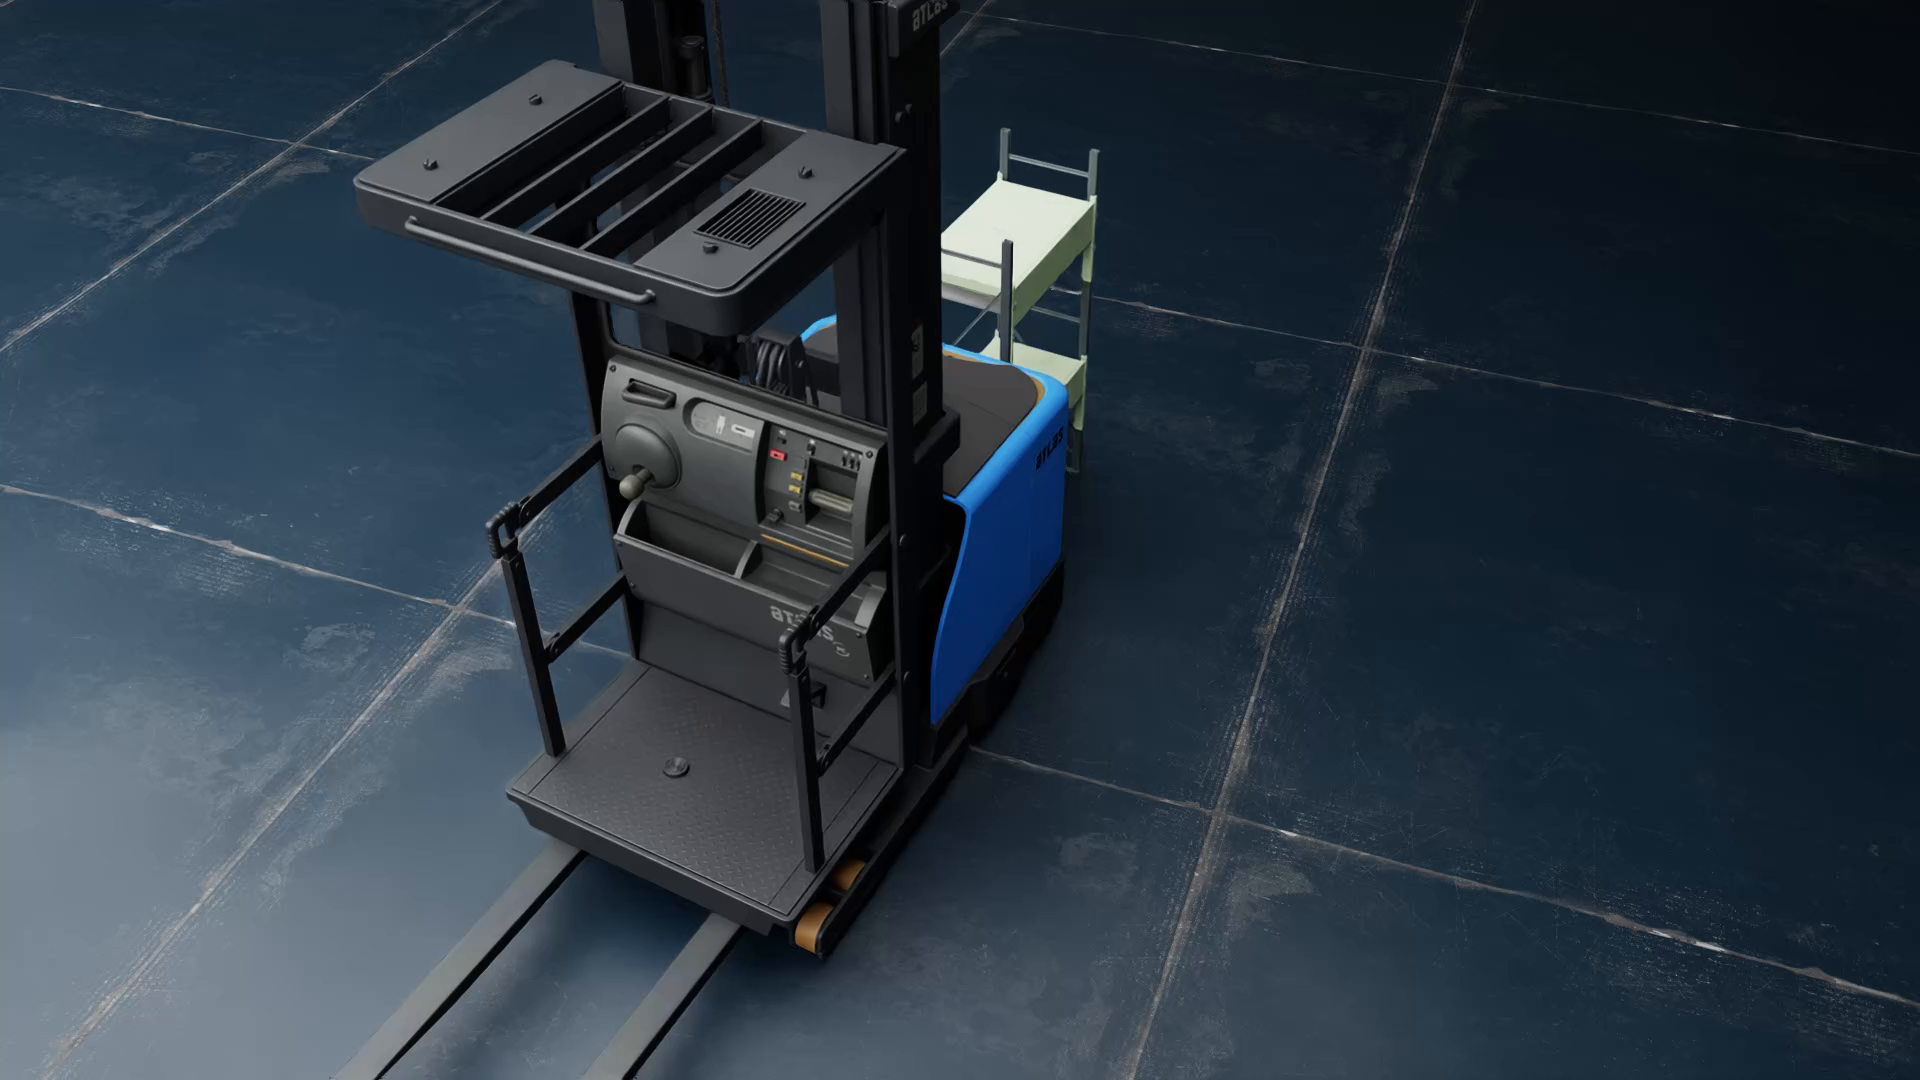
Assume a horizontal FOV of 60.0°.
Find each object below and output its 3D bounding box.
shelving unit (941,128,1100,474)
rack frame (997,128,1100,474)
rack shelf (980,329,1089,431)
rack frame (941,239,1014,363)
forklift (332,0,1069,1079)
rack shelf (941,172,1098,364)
[{"bbox_3d":[0.166,-0.705,6.420,0.431,1.500,0.755,18,44,20],"label":"shelving unit"},{"bbox_3d":[0.334,-0.916,6.668,0.400,1.500,0.023,18,44,20],"label":"rack frame"},{"bbox_3d":[0.166,-0.457,6.632,0.431,0.370,0.720,18,44,20],"label":"rack shelf"},{"bbox_3d":[-0.001,-0.494,6.173,0.400,1.500,0.023,18,44,20],"label":"rack frame"},{"bbox_3d":[-0.749,-0.157,4.675,1.130,2.935,3.031,19,44,21],"label":"forklift"},{"bbox_3d":[0.166,-1.002,6.167,0.431,0.370,0.720,18,44,20],"label":"rack shelf"}]
